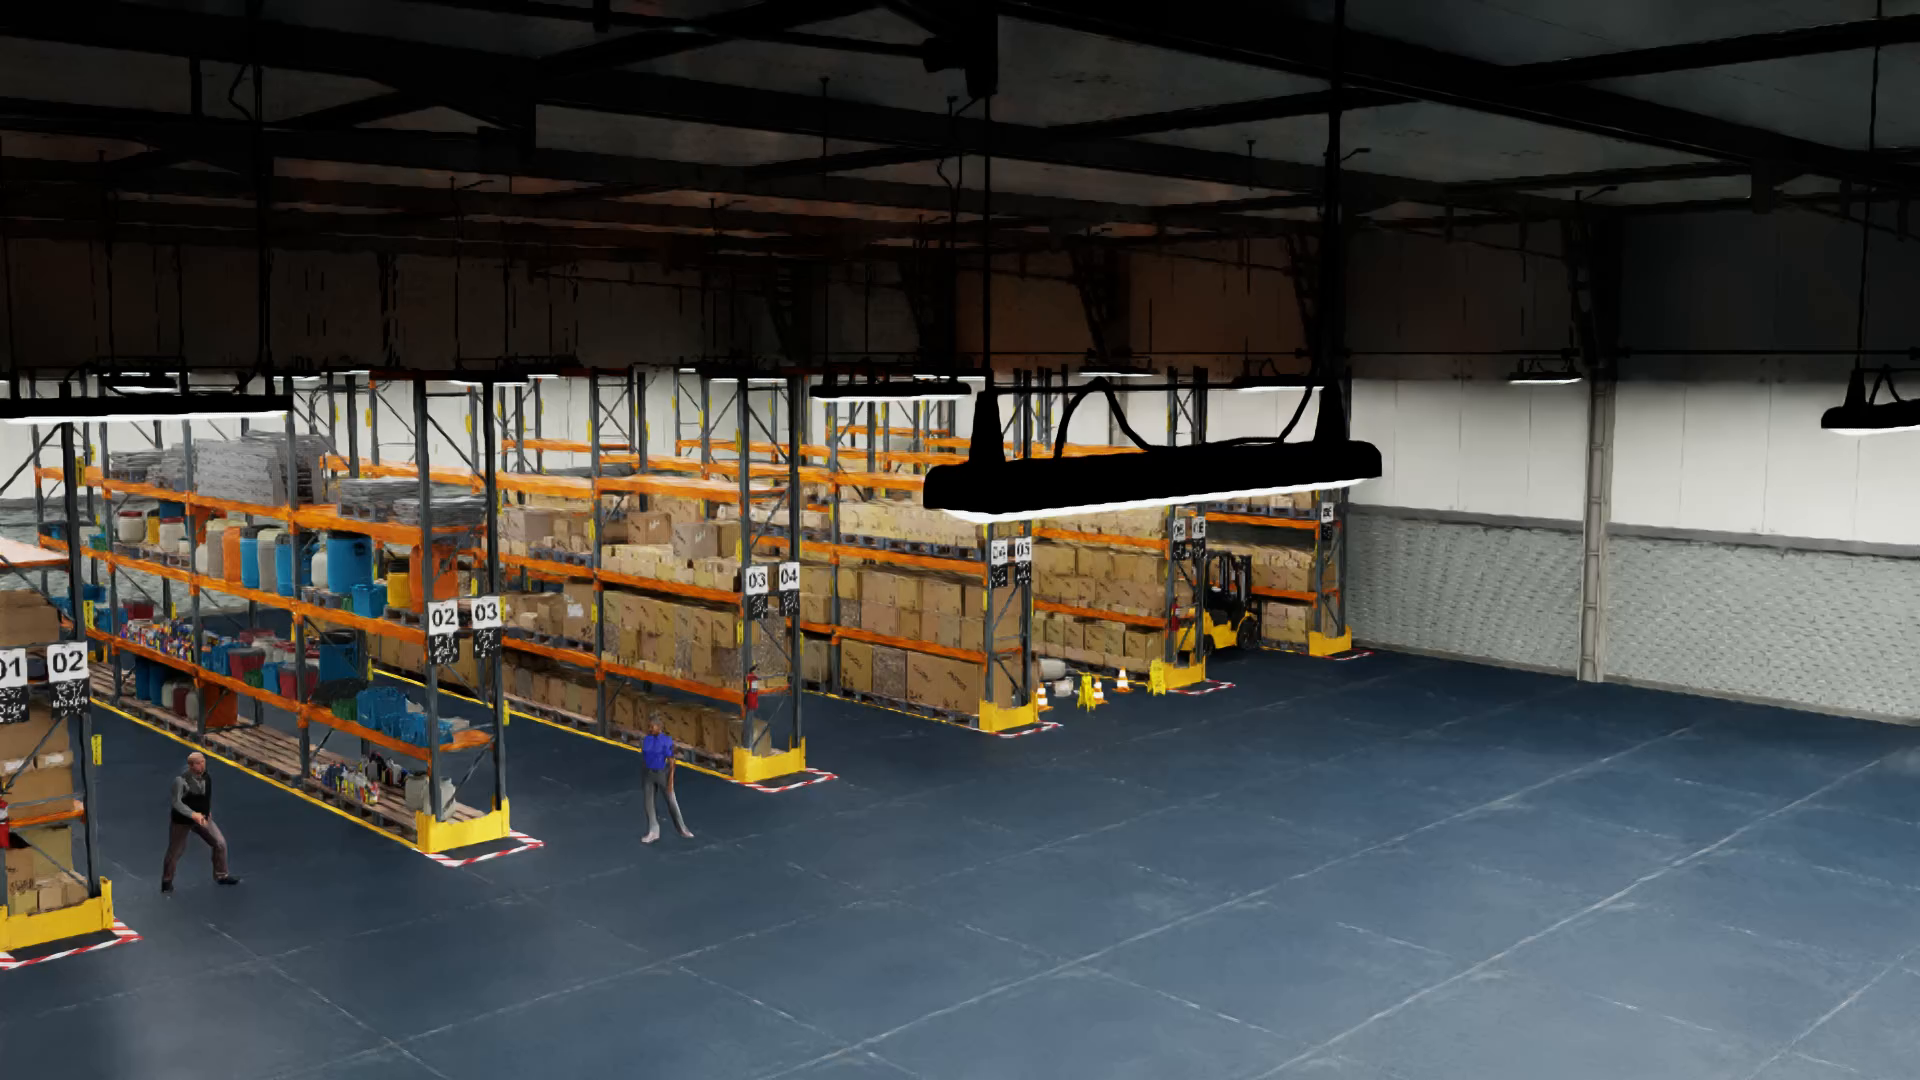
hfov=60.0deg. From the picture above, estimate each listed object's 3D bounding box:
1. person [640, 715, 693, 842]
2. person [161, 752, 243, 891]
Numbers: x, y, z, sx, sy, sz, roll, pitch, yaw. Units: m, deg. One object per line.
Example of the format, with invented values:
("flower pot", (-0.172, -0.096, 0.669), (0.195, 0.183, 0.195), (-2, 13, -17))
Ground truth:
("person", (-3.844, 3.081, 21.629), (0.663, 1.650, 0.494), (2, 7, 16))
("person", (-9.032, 3.293, 19.585), (0.810, 1.660, 0.689), (3, 7, 27))
